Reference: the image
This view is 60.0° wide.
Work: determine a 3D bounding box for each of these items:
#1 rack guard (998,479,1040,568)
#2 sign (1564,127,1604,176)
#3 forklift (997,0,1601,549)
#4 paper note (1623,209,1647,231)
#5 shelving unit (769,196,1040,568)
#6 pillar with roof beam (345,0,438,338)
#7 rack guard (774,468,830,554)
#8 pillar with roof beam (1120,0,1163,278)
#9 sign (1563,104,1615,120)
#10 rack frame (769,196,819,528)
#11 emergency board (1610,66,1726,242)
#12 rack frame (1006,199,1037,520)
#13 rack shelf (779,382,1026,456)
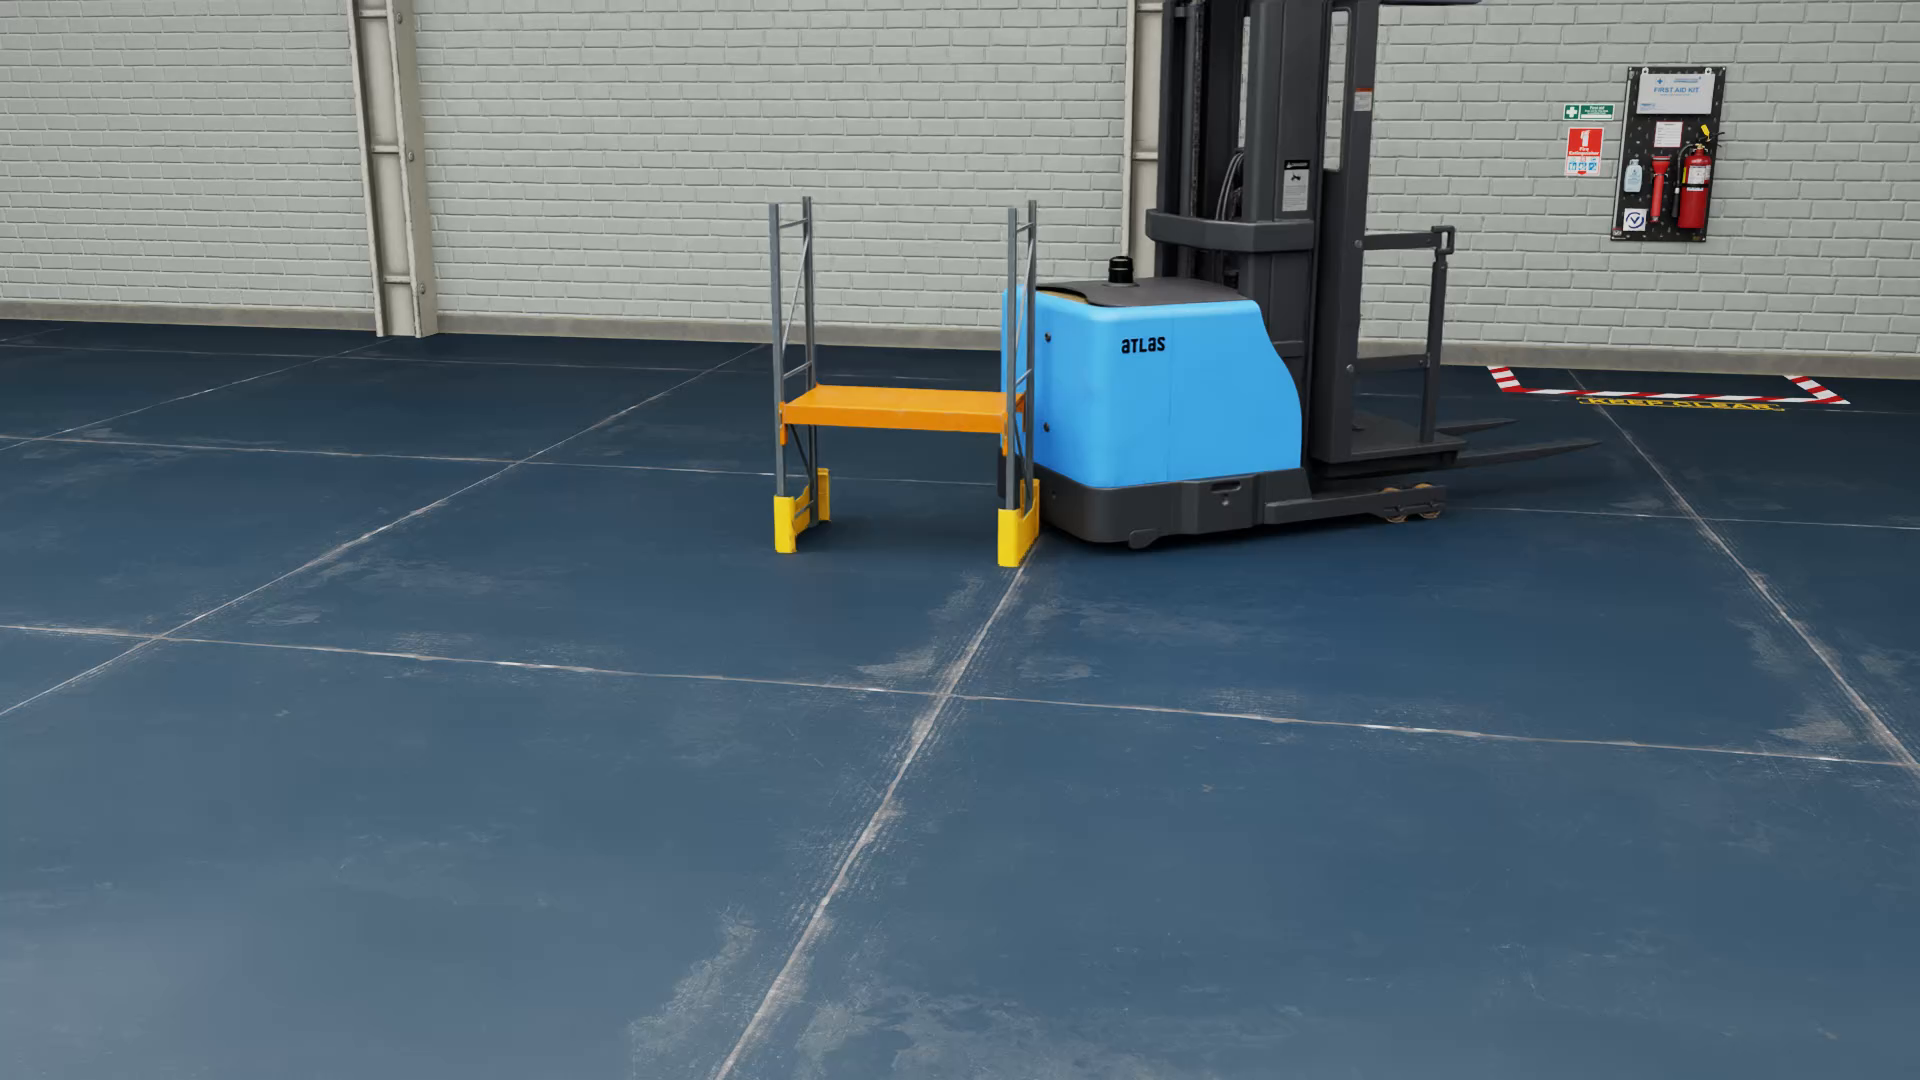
[{"bbox_3d":[0.262,-0.081,7.316,0.087,0.250,0.587,3,16,12],"label":"rack guard"},{"bbox_3d":[4.333,-2.698,11.547,0.234,0.329,0.001,3,16,11],"label":"sign"},{"bbox_3d":[1.743,-1.612,7.822,3.031,2.935,1.130,-7,17,-23],"label":"forklift"},{"bbox_3d":[4.695,-2.228,11.565,0.142,0.148,0.016,3,16,11],"label":"paper note"},{"bbox_3d":[-0.225,-0.712,7.253,1.083,1.500,0.587,3,16,12],"label":"shelving unit"},{"bbox_3d":[-5.349,-4.886,8.276,0.400,9.000,9.100,3,16,11],"label":"pillar with roof beam"},{"bbox_3d":[-0.711,-0.139,7.525,0.087,0.250,0.587,3,16,12],"label":"rack guard"},{"bbox_3d":[0.531,-4.567,7.123,0.400,9.000,9.100,3,16,11],"label":"pillar with roof beam"},{"bbox_3d":[4.336,-2.951,11.467,0.331,0.109,0.001,3,16,11],"label":"sign"},{"bbox_3d":[-0.730,-0.742,7.362,0.032,1.500,0.500,3,16,12],"label":"rack frame"},{"bbox_3d":[4.854,-2.625,11.348,0.643,1.169,0.194,3,16,11],"label":"emergency board"},{"bbox_3d":[0.263,-0.683,7.149,0.032,1.500,0.500,3,16,12],"label":"rack frame"},{"bbox_3d":[-0.233,-0.539,7.303,1.000,0.185,0.538,3,16,12],"label":"rack shelf"}]
